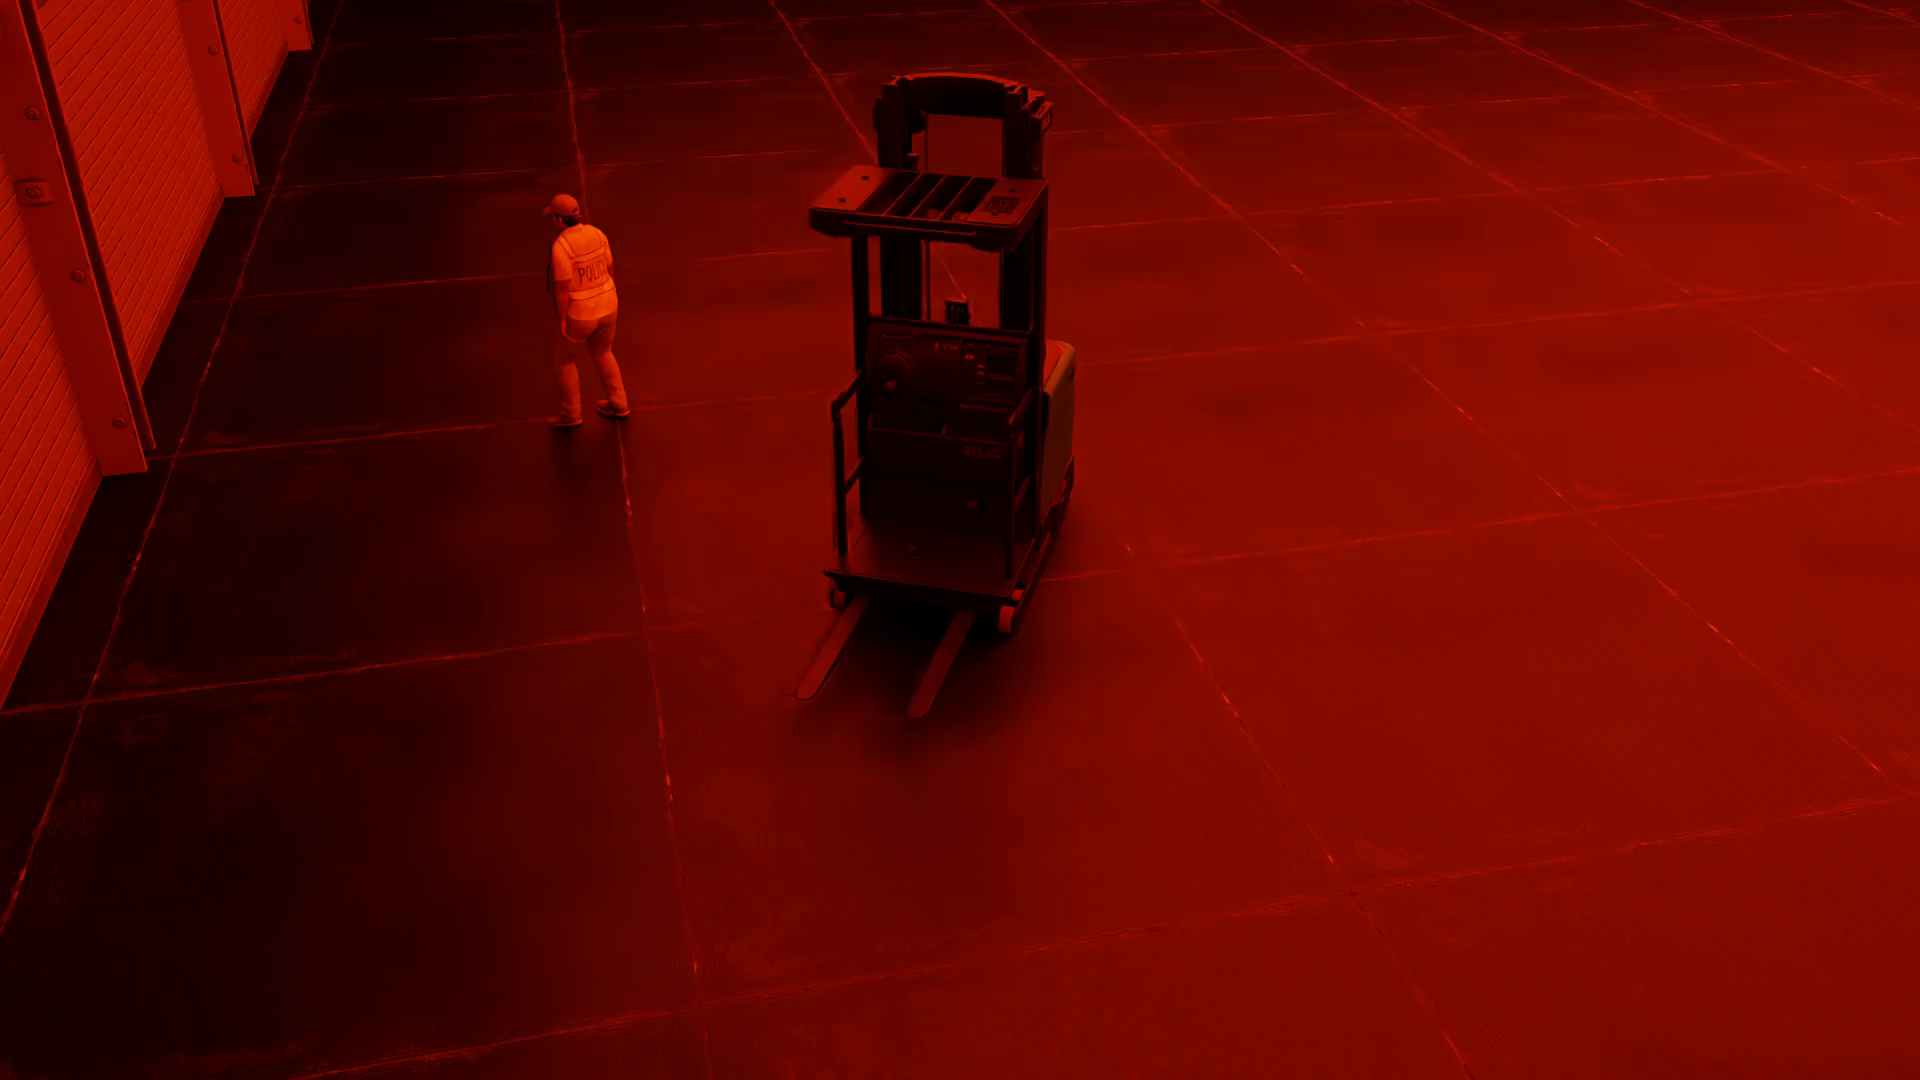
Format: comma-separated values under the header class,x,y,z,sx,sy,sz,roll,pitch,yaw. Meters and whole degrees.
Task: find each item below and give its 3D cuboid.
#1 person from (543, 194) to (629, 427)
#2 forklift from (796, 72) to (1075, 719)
class,x,y,z,sx,sy,sz,roll,pitch,yaw
person,-2.653,-1.596,11.633,0.475,1.686,0.561,20,35,30
forklift,-0.133,-0.942,9.202,1.130,2.935,3.031,8,31,13
